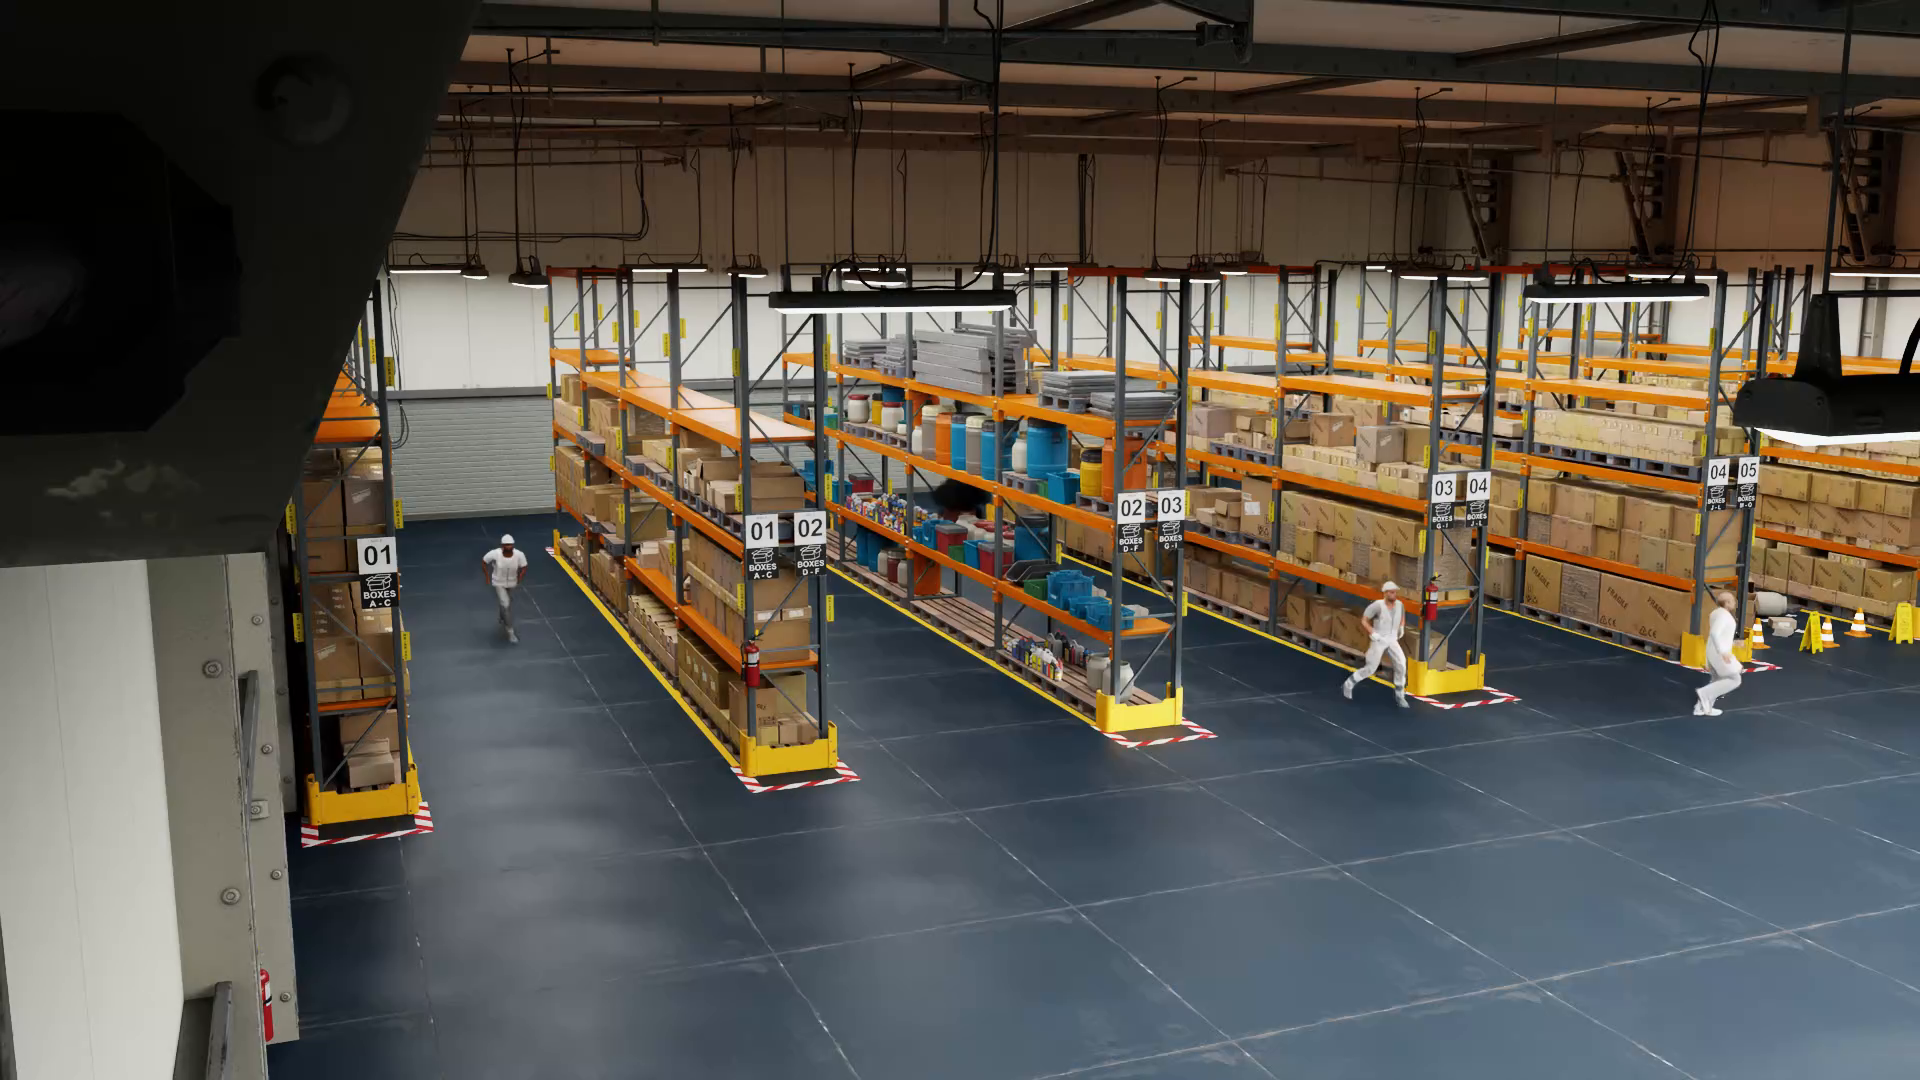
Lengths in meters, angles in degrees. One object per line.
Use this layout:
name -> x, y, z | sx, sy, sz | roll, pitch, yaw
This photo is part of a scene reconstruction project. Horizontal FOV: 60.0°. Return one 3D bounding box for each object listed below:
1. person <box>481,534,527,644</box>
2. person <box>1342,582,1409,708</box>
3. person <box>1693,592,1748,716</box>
person -> -7.452, 0.756, 27.271 | 0.702, 1.770, 0.963 | -6, 12, -32
person -> 5.902, 1.451, 23.352 | 0.864, 1.776, 0.760 | -4, 11, -24
person -> 10.411, 1.565, 22.675 | 0.670, 1.720, 0.700 | 2, 10, 10
